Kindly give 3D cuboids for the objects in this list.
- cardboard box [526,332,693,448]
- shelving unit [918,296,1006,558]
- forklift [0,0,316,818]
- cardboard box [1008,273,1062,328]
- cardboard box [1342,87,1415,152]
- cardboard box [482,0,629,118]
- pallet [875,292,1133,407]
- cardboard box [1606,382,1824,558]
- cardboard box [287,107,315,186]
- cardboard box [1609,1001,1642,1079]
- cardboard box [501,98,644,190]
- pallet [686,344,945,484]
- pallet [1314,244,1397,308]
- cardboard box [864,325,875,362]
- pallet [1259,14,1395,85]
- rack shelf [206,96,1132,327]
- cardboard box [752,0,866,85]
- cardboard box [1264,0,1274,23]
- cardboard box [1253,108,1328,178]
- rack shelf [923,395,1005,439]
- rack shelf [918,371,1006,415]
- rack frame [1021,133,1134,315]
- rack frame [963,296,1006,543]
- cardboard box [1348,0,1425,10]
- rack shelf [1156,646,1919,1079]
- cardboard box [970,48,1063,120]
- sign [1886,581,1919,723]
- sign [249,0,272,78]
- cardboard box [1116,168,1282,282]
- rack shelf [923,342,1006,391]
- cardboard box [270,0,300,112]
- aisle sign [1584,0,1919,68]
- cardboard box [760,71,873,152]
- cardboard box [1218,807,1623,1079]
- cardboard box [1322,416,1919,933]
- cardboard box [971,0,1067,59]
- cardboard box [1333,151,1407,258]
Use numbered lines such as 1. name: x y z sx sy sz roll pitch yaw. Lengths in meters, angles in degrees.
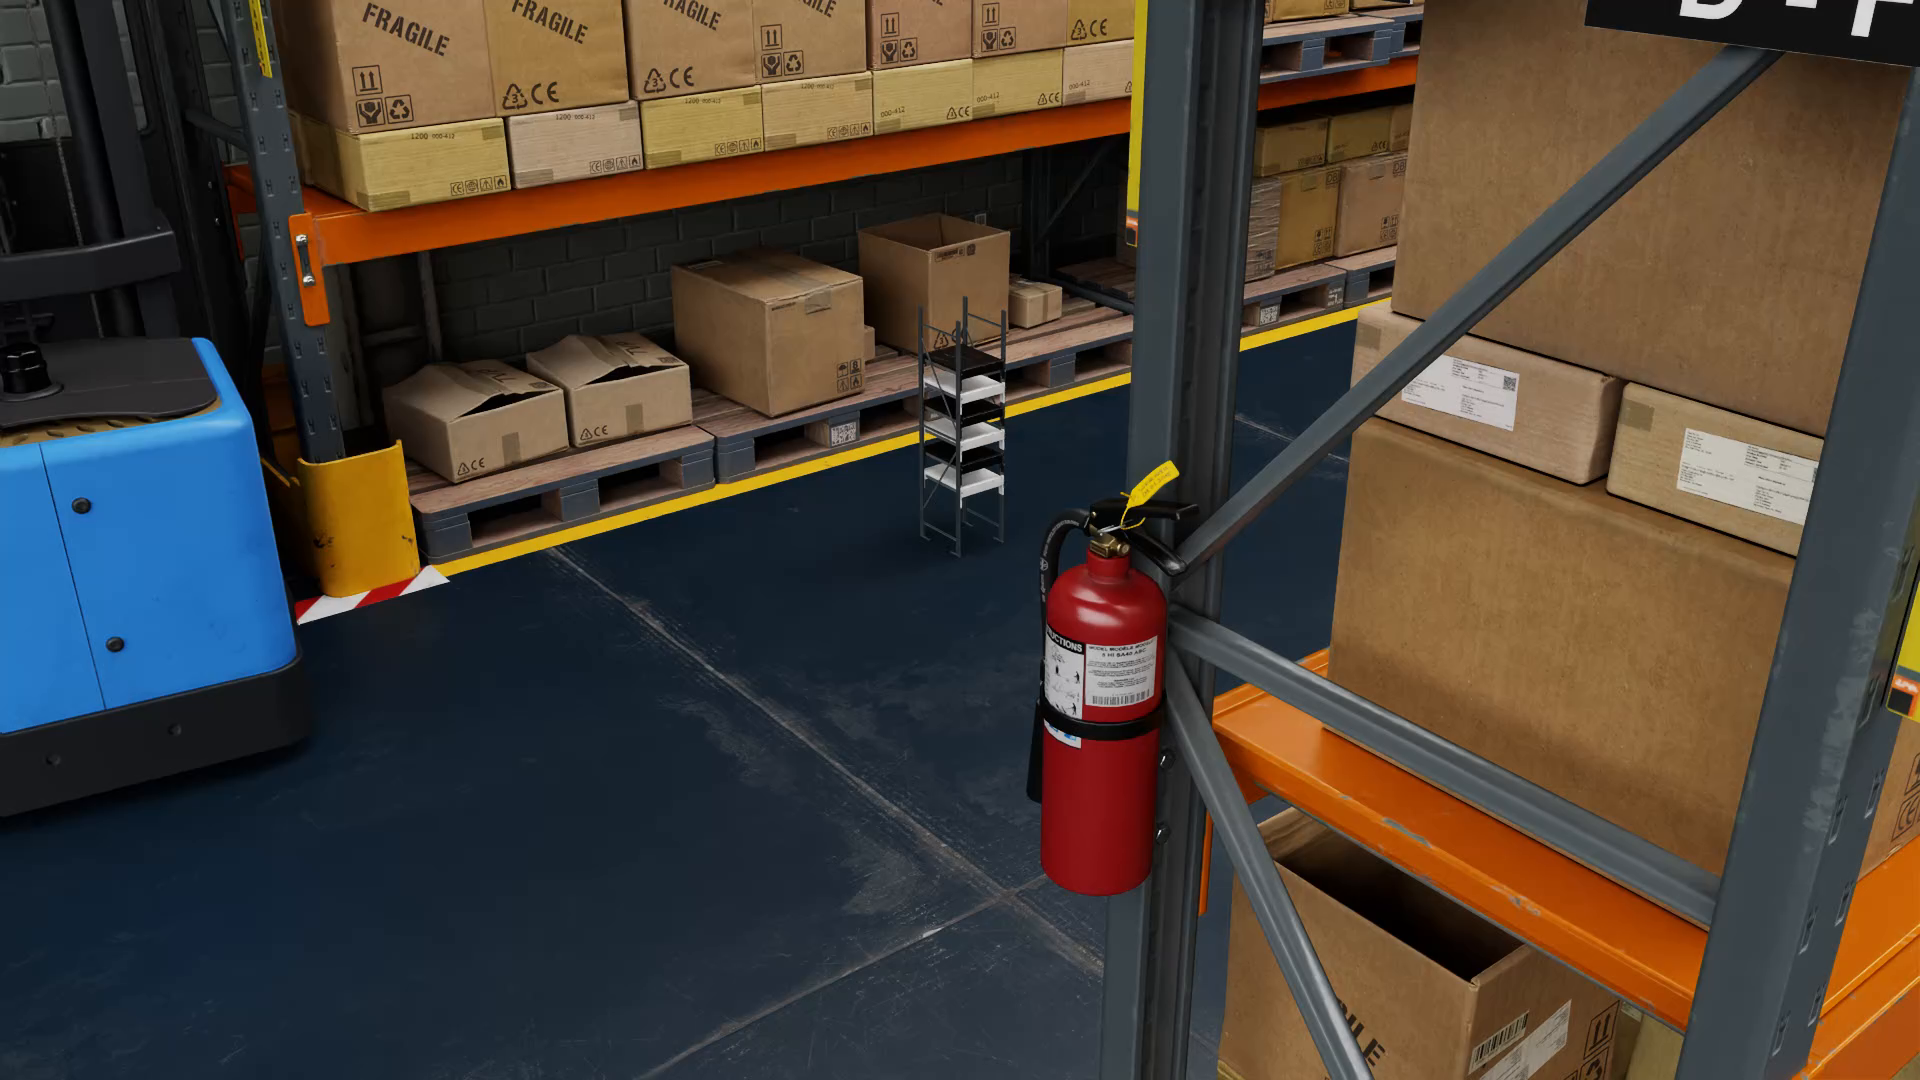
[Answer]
1. cardboard box: -1.426 -0.644 6.746 0.500 0.311 0.500 -15 29 -30
2. shelving unit: 0.006 -0.410 6.065 0.210 0.900 0.258 -18 31 -34
3. forklift: -3.065 -1.133 5.210 1.130 2.935 3.031 -14 28 -27
4. cardboard box: 0.271 -1.170 8.052 0.380 0.166 0.250 22 33 39
5. cardboard box: 2.398 -2.383 9.378 0.500 0.250 0.500 -18 31 -34
6. cardboard box: -1.518 -1.797 5.822 0.500 0.500 0.500 -18 30 -34
7. pallet: 0.167 -0.954 8.055 1.213 0.211 1.003 -18 31 -34
8. cardboard box: 1.027 -0.096 2.005 0.250 0.149 0.380 -19 31 -34
9. cardboard box: -2.226 -1.493 6.057 0.500 0.250 0.500 -18 30 -33
10. cardboard box: 1.211 0.960 3.386 0.500 0.250 0.500 -18 31 -34
11. cardboard box: -1.495 -1.468 6.005 0.500 0.250 0.500 -19 31 -36
12. pallet: -0.794 -0.635 7.368 1.213 0.211 1.003 -18 31 -34
13. pallet: 2.246 -1.662 9.579 1.213 0.211 1.003 -18 31 -34
14. cardboard box: -0.598 -0.903 7.496 0.250 0.149 0.380 -21 32 -38
15. pallet: 1.365 -2.468 8.233 1.213 0.211 1.003 -18 31 -34
16. rack shelf: -0.900 -1.559 6.901 4.000 0.370 1.077 -18 31 -34
17. cardboard box: -0.709 -2.067 6.404 0.500 0.500 0.500 -17 30 -32
18. cardboard box: 1.095 -2.771 8.016 0.500 0.500 0.700 -18 30 -34
19. cardboard box: 1.587 -2.123 8.817 0.500 0.250 0.500 -19 31 -35
20. rack shelf: 0.006 -0.462 6.041 0.200 0.077 0.258 -18 31 -34
21. rack shelf: 0.006 -0.543 6.003 0.200 0.077 0.258 -18 31 -34
22. rack frame: 0.673 -2.405 7.869 0.127 3.000 1.000 -18 31 -34
23. rack frame: 0.086 -0.437 6.122 0.006 0.900 0.240 -18 31 -34
24. cardboard box: 2.038 -3.095 8.714 0.500 0.500 0.700 -14 28 -27
25. rack shelf: 2.159 0.081 3.367 4.000 0.370 1.077 -18 31 -34
26. cardboard box: 0.090 -1.996 7.142 0.500 0.250 0.500 -18 30 -34
27. sign: 0.923 0.031 1.498 0.005 0.325 0.100 -18 31 -34
28. sign: -2.139 -1.579 5.061 0.005 0.325 0.100 -18 31 -34
29. cardboard box: 1.242 -1.667 8.726 0.500 0.500 0.700 -17 30 -32
30. rack shelf: 0.006 -0.625 5.965 0.200 0.077 0.258 -18 31 -34
31. cardboard box: -2.235 -1.840 5.915 0.500 0.500 0.500 -19 31 -35
32. aisle sign: 0.723 -0.787 1.294 0.004 0.787 0.394 -18 31 -34
33. cardboard box: -0.691 -1.729 6.567 0.500 0.250 0.500 -18 30 -34
34. cardboard box: 0.824 0.753 2.941 0.500 0.500 0.500 -18 31 -34
35. cardboard box: 0.961 0.112 2.327 0.500 0.500 0.700 -18 31 -34
36. cardboard box: 0.103 -2.329 6.970 0.500 0.500 0.500 -18 31 -34
37. cardboard box: 2.044 -1.937 9.308 0.500 0.500 0.700 -18 30 -33
